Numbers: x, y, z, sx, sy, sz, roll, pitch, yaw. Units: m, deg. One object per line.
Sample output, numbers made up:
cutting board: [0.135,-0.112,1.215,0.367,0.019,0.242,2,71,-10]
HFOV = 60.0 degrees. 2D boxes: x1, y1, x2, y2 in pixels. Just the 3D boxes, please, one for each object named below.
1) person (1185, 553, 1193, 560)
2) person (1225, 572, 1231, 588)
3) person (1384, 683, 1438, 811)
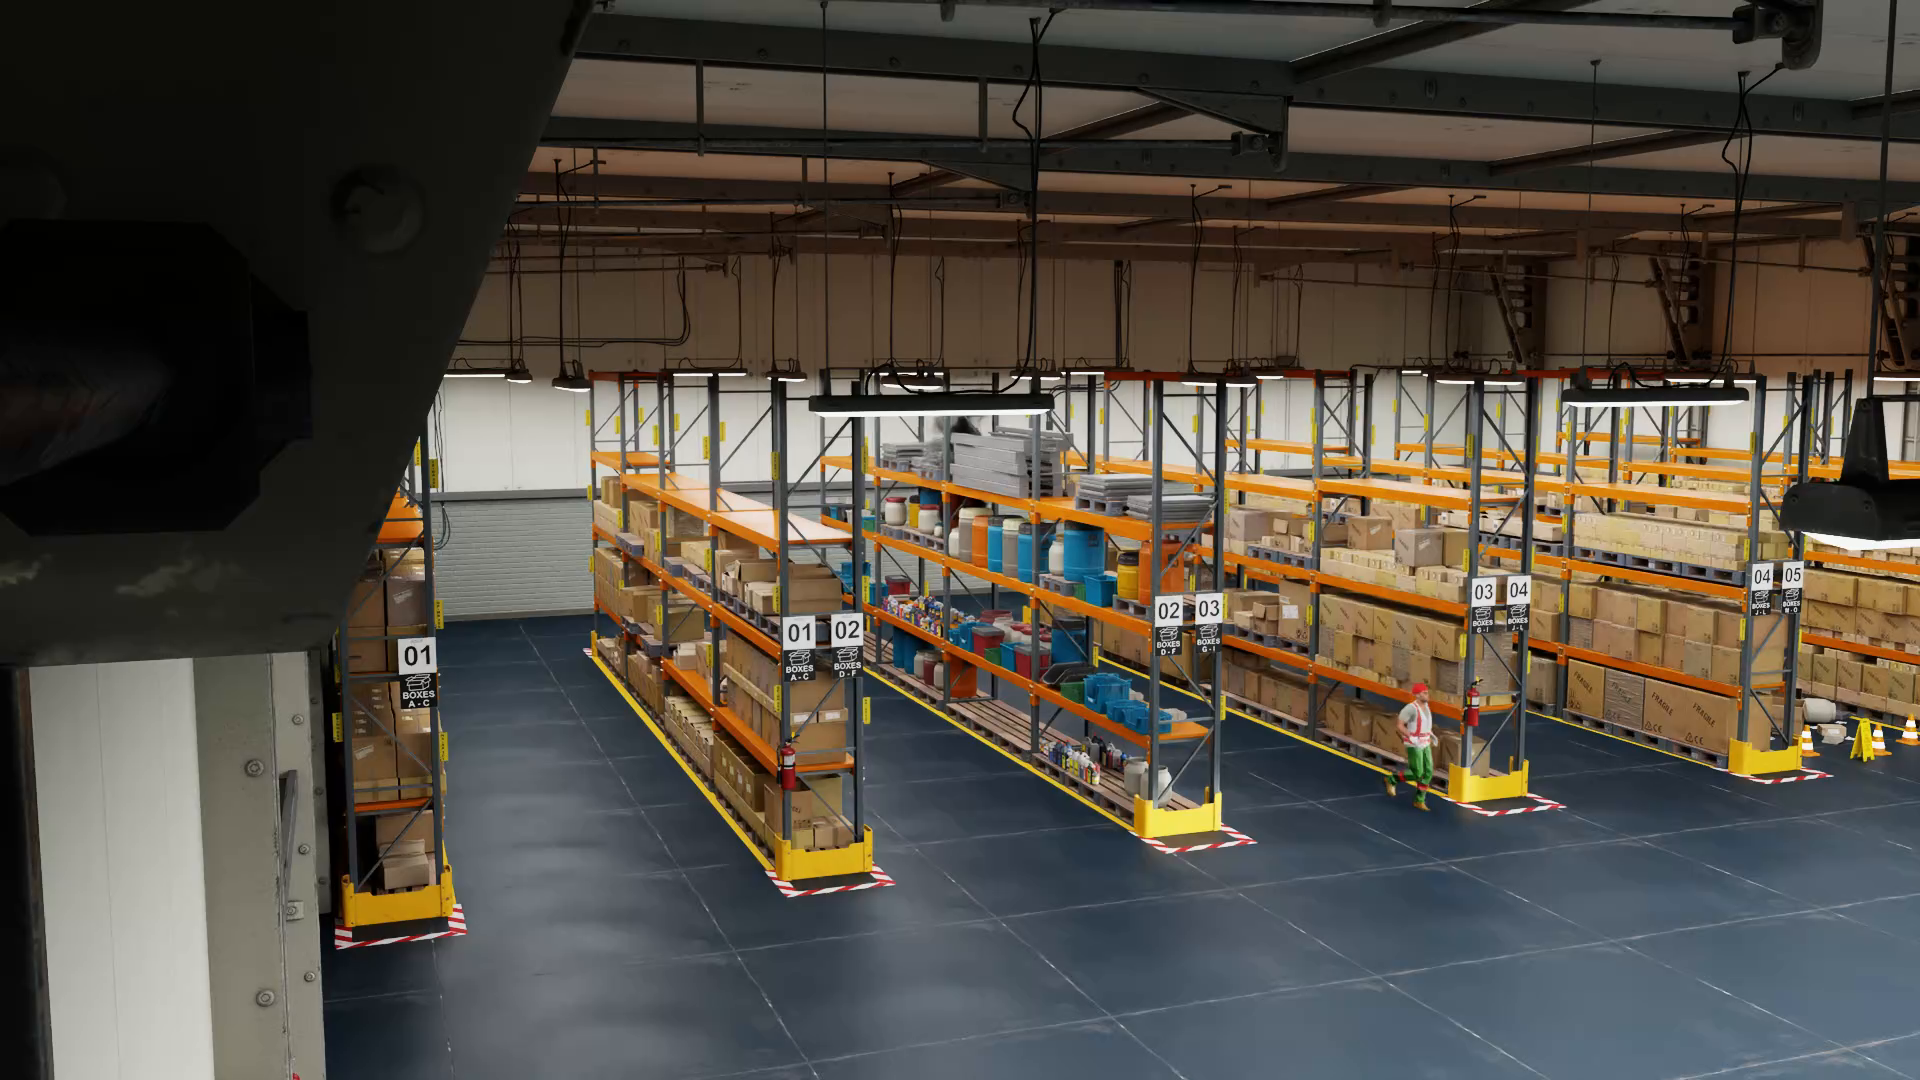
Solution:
person: [5.308,1.132,39.190,0.675,1.694,0.643,-1,6,-6]
person: [6.575,0.869,41.538,0.710,1.715,0.634,-3,7,-25]
person: [6.389,2.883,23.365,0.693,1.777,0.711,-6,9,-42]
